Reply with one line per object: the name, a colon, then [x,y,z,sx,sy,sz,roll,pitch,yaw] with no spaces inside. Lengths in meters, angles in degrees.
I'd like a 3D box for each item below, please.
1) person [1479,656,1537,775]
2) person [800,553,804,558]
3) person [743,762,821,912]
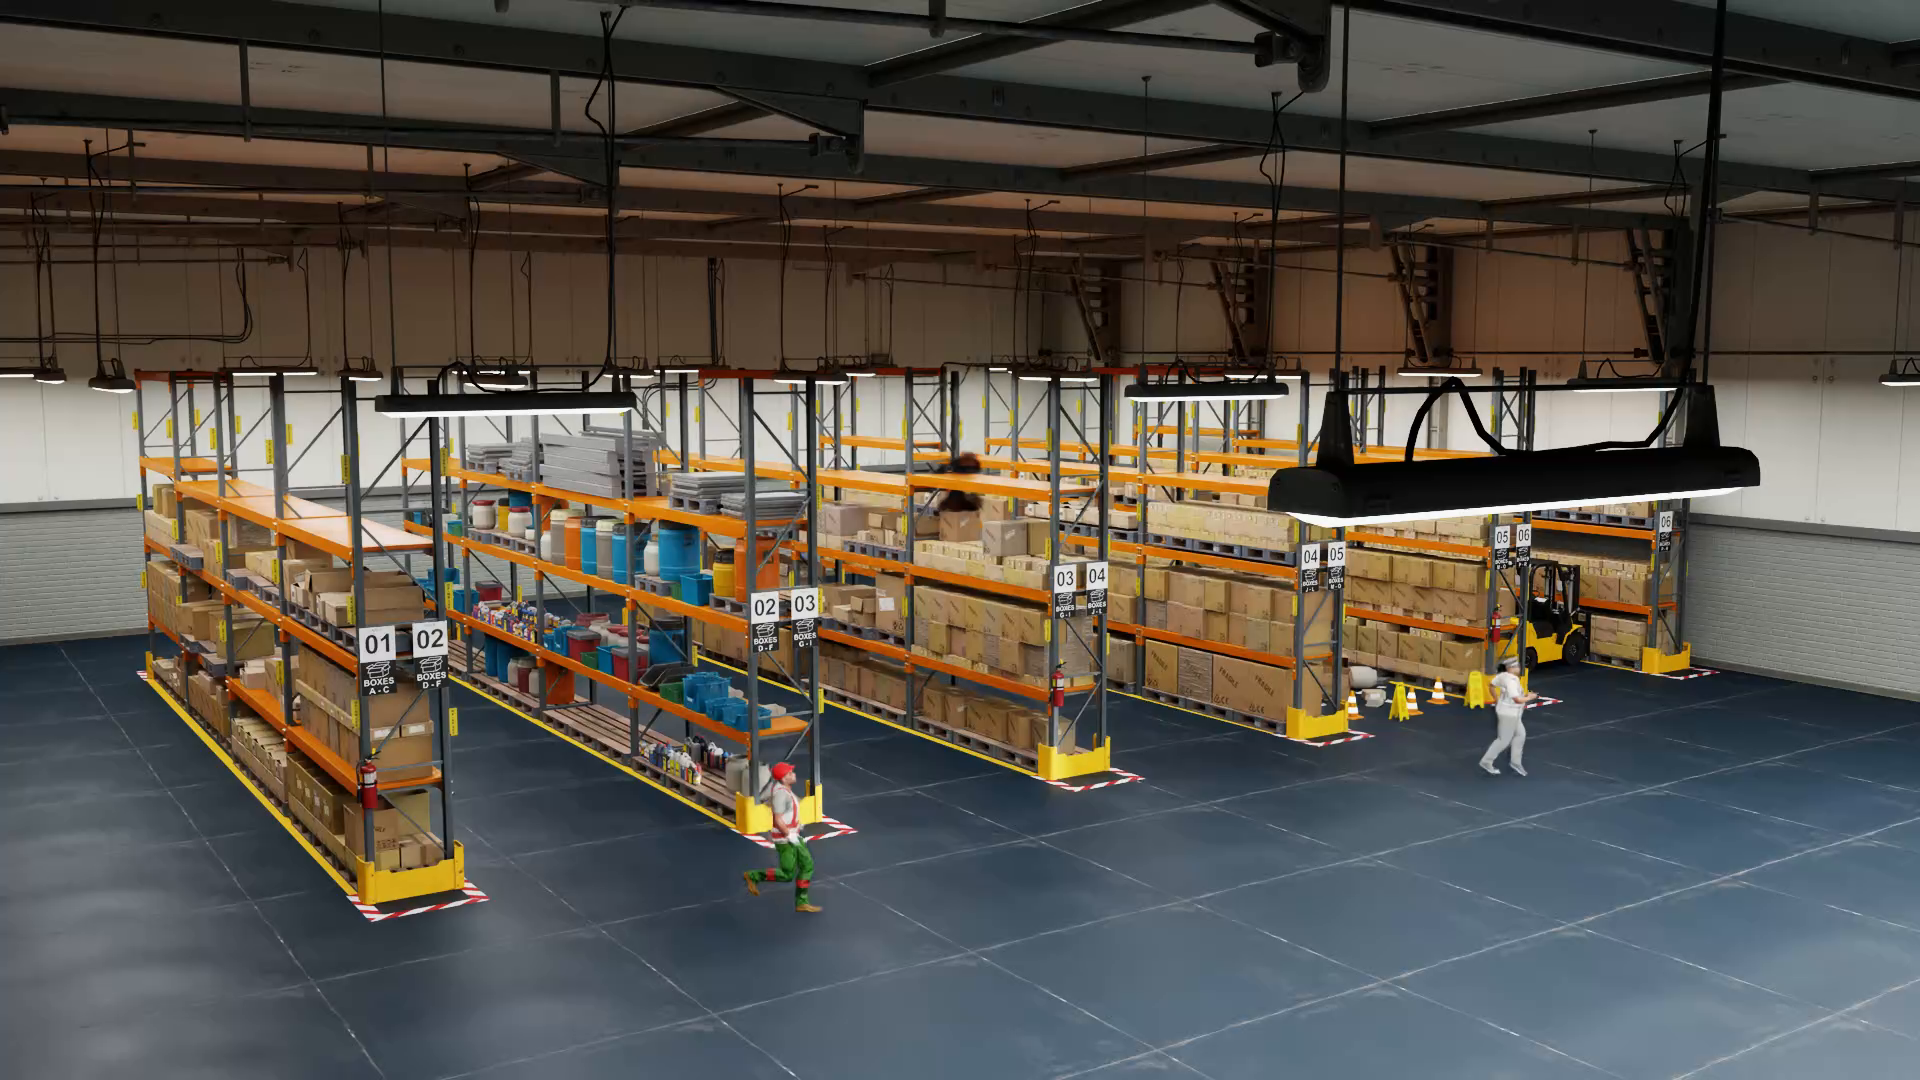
person: [8.199,2.650,24.880,0.811,1.857,0.678,1,7,10]
person: [-4.050,0.971,41.567,0.786,1.485,0.707,-6,9,-42]
person: [-2.013,3.368,18.798,0.869,1.744,0.654,0,6,-1]
